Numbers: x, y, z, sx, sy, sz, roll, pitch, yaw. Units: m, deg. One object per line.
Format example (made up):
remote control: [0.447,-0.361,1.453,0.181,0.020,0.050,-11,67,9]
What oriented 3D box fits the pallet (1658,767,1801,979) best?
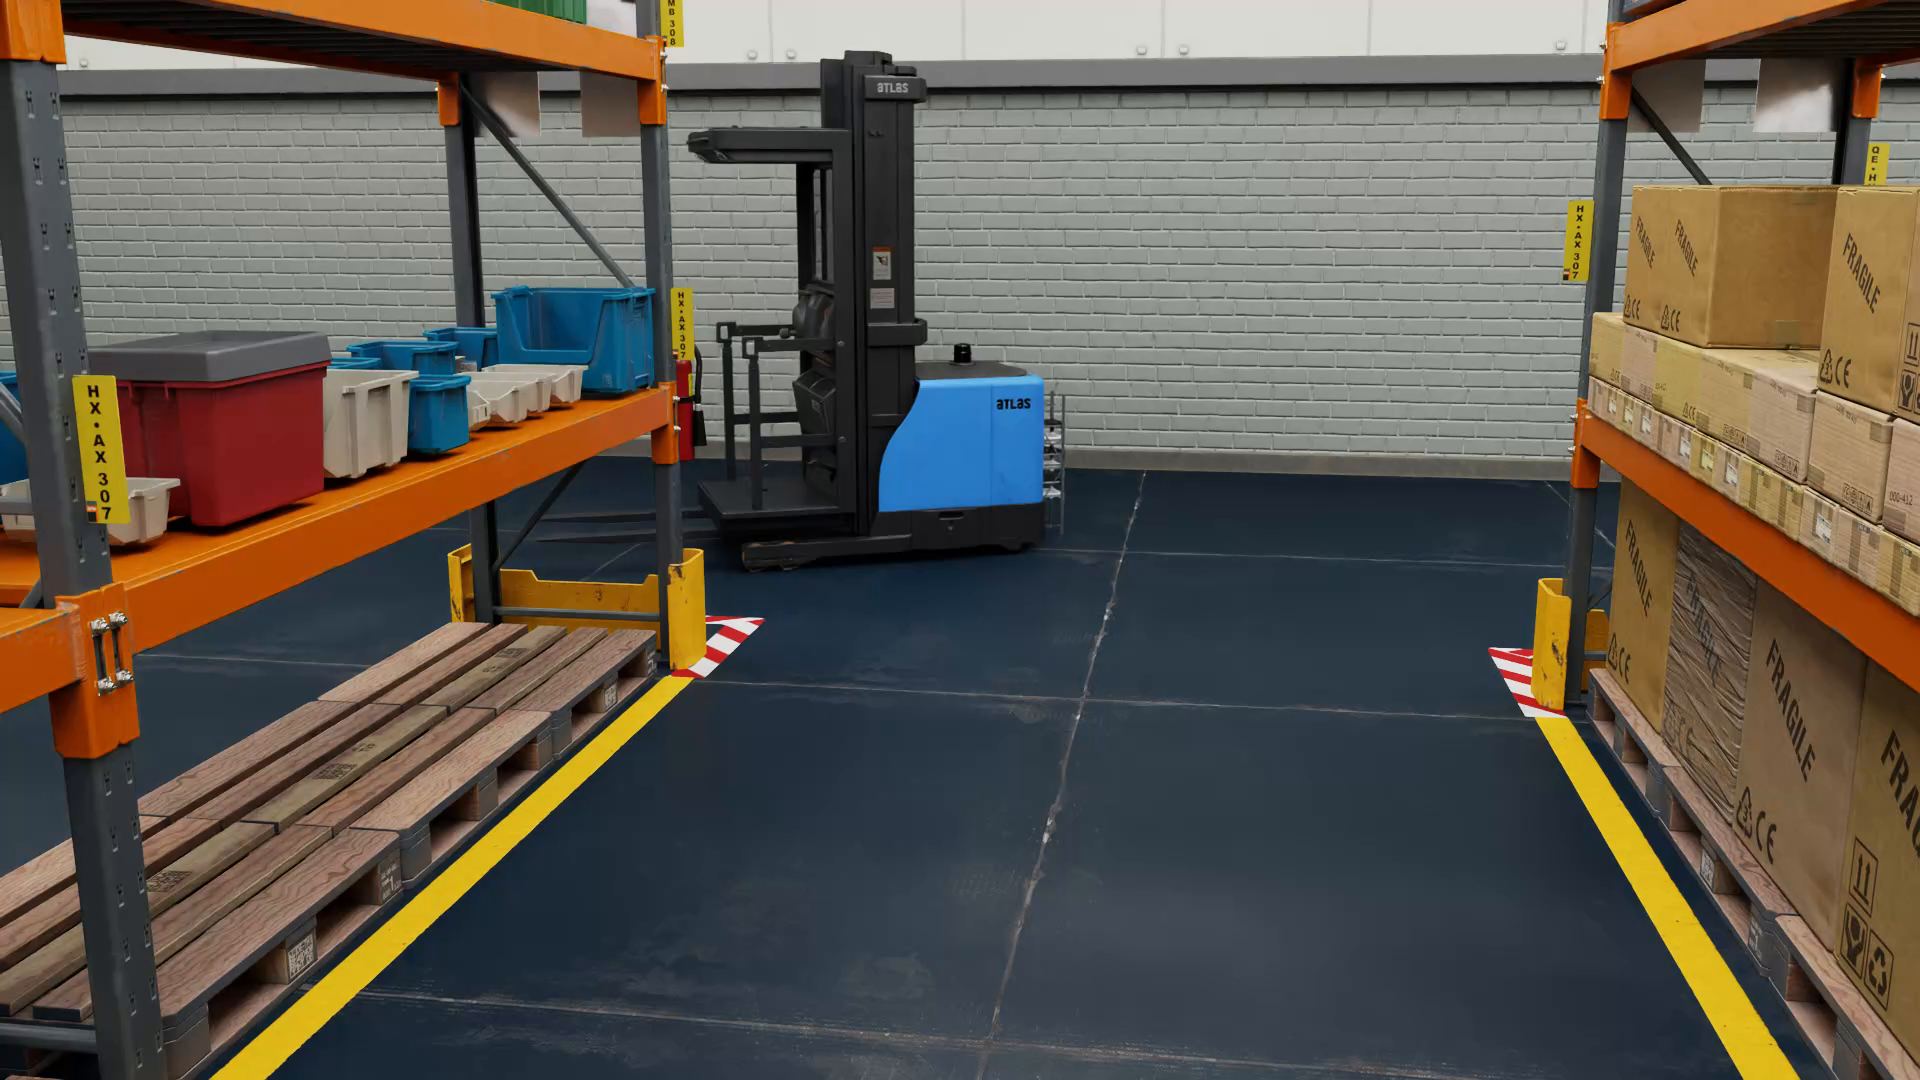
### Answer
pallet: [2.858,1.034,5.193,1.003,0.211,1.213,2,12,9]

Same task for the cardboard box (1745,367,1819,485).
cardboard box: [2.443,-0.305,4.439,0.500,0.250,0.500,2,12,10]

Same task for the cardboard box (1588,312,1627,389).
cardboard box: [2.753,-0.732,6.420,0.500,0.250,0.500,2,12,7]

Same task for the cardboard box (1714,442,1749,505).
cardboard box: [2.439,-0.190,4.852,0.380,0.149,0.250,2,12,10]

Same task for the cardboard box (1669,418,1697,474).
cardboard box: [2.518,-0.297,5.350,0.380,0.149,0.250,2,12,8]

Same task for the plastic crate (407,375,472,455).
plastic crate: [-1.863,-0.423,5.592,0.416,0.233,0.300,2,12,9]

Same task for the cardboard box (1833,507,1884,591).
cardboard box: [2.281,0.023,3.862,0.380,0.149,0.250,2,12,8]

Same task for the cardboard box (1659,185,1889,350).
cardboard box: [2.603,-0.887,5.357,0.500,0.500,0.500,2,12,7]

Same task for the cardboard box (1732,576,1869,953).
cardboard box: [2.798,0.593,4.669,0.875,0.875,0.875,2,12,9]

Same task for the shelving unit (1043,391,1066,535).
shelving unit: [0.518,-0.490,10.632,0.258,0.900,0.210,-4,13,-17]

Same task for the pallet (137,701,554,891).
pallet: [-2.155,0.875,5.931,1.003,0.211,1.213,2,12,9]

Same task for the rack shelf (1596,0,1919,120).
rack shelf: [2.786,-1.449,4.687,1.077,0.370,4.000,2,12,9]

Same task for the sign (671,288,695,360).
sign: [-1.254,-0.977,7.519,0.100,0.325,0.005,2,12,9]

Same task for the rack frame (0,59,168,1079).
rack frame: [-2.412,-0.079,3.739,0.949,2.616,0.053,2,12,9]

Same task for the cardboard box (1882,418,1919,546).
cardboard box: [2.287,-0.091,3.445,0.500,0.250,0.500,2,12,8]

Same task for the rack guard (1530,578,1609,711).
rack guard: [3.097,0.466,7.145,1.175,0.500,0.348,2,12,9]

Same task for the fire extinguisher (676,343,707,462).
fire extinguisher: [-1.328,-0.708,7.728,0.296,0.674,0.183,2,12,9]

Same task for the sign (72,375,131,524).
sign: [-1.872,-0.196,3.626,0.100,0.325,0.005,2,12,9]

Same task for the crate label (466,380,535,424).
crate label: [-1.824,-0.518,6.259,0.396,0.136,0.243,2,12,9]

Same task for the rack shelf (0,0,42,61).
rack shelf: [-2.723,-0.777,1.568,1.077,0.370,4.000,2,12,9]

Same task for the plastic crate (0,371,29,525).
plastic crate: [-2.681,-0.209,4.237,0.392,0.384,0.575,2,12,9]

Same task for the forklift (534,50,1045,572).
forklift: [-1.055,-1.371,9.899,3.031,2.935,1.130,-4,13,-16]

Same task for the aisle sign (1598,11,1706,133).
aisle sign: [2.808,-2.047,6.699,0.394,0.787,0.004,2,12,9]

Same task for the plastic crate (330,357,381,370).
plastic crate: [-2.366,-0.544,6.154,0.416,0.233,0.300,2,12,9]

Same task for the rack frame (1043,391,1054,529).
rack frame: [0.487,-0.511,10.726,0.240,0.900,0.006,-4,13,-17]

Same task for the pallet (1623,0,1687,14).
pallet: [2.990,-2.019,5.834,1.003,0.211,1.213,2,12,9]

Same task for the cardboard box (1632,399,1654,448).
cardboard box: [2.597,-0.404,5.844,0.380,0.149,0.250,2,12,8]

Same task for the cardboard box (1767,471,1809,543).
cardboard box: [2.360,-0.084,4.359,0.380,0.149,0.250,2,12,10]

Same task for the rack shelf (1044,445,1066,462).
rack shelf: [0.518,-0.546,10.620,0.258,0.077,0.200,-4,13,-17]

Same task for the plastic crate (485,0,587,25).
plastic crate: [-1.670,-2.060,6.314,0.450,0.188,0.336,2,12,9]

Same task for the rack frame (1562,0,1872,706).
rack frame: [3.094,-0.751,6.859,1.000,3.000,0.127,2,12,9]

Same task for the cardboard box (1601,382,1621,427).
cardboard box: [2.675,-0.512,6.344,0.380,0.149,0.250,2,12,8]

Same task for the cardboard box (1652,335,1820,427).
cardboard box: [2.599,-0.519,5.432,0.500,0.250,0.500,1,12,7]

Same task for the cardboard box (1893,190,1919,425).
cardboard box: [2.285,-0.461,3.385,0.500,0.500,0.500,2,12,10]

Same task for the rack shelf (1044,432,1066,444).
rack shelf: [0.518,-0.633,10.601,0.258,0.077,0.200,-4,13,-17]

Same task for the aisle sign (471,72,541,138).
aisle sign: [-2.083,-2.207,7.444,0.394,0.787,0.004,2,12,9]

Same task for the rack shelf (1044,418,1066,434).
rack shelf: [0.518,-0.721,10.582,0.258,0.077,0.200,-4,13,-17]

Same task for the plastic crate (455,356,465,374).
plastic crate: [-2.295,-0.707,7.138,0.250,0.136,0.298,2,12,9]

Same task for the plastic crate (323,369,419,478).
plastic crate: [-1.999,-0.362,5.193,0.437,0.282,0.530,2,12,9]

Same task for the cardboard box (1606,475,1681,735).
cardboard box: [3.074,0.218,6.408,0.875,0.875,0.875,2,12,9]

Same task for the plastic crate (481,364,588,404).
plastic crate: [-1.747,-0.636,6.810,0.396,0.136,0.243,2,12,9]

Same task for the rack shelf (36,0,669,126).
rack shelf: [-2.108,-1.610,5.431,1.077,0.370,4.000,2,12,9]
